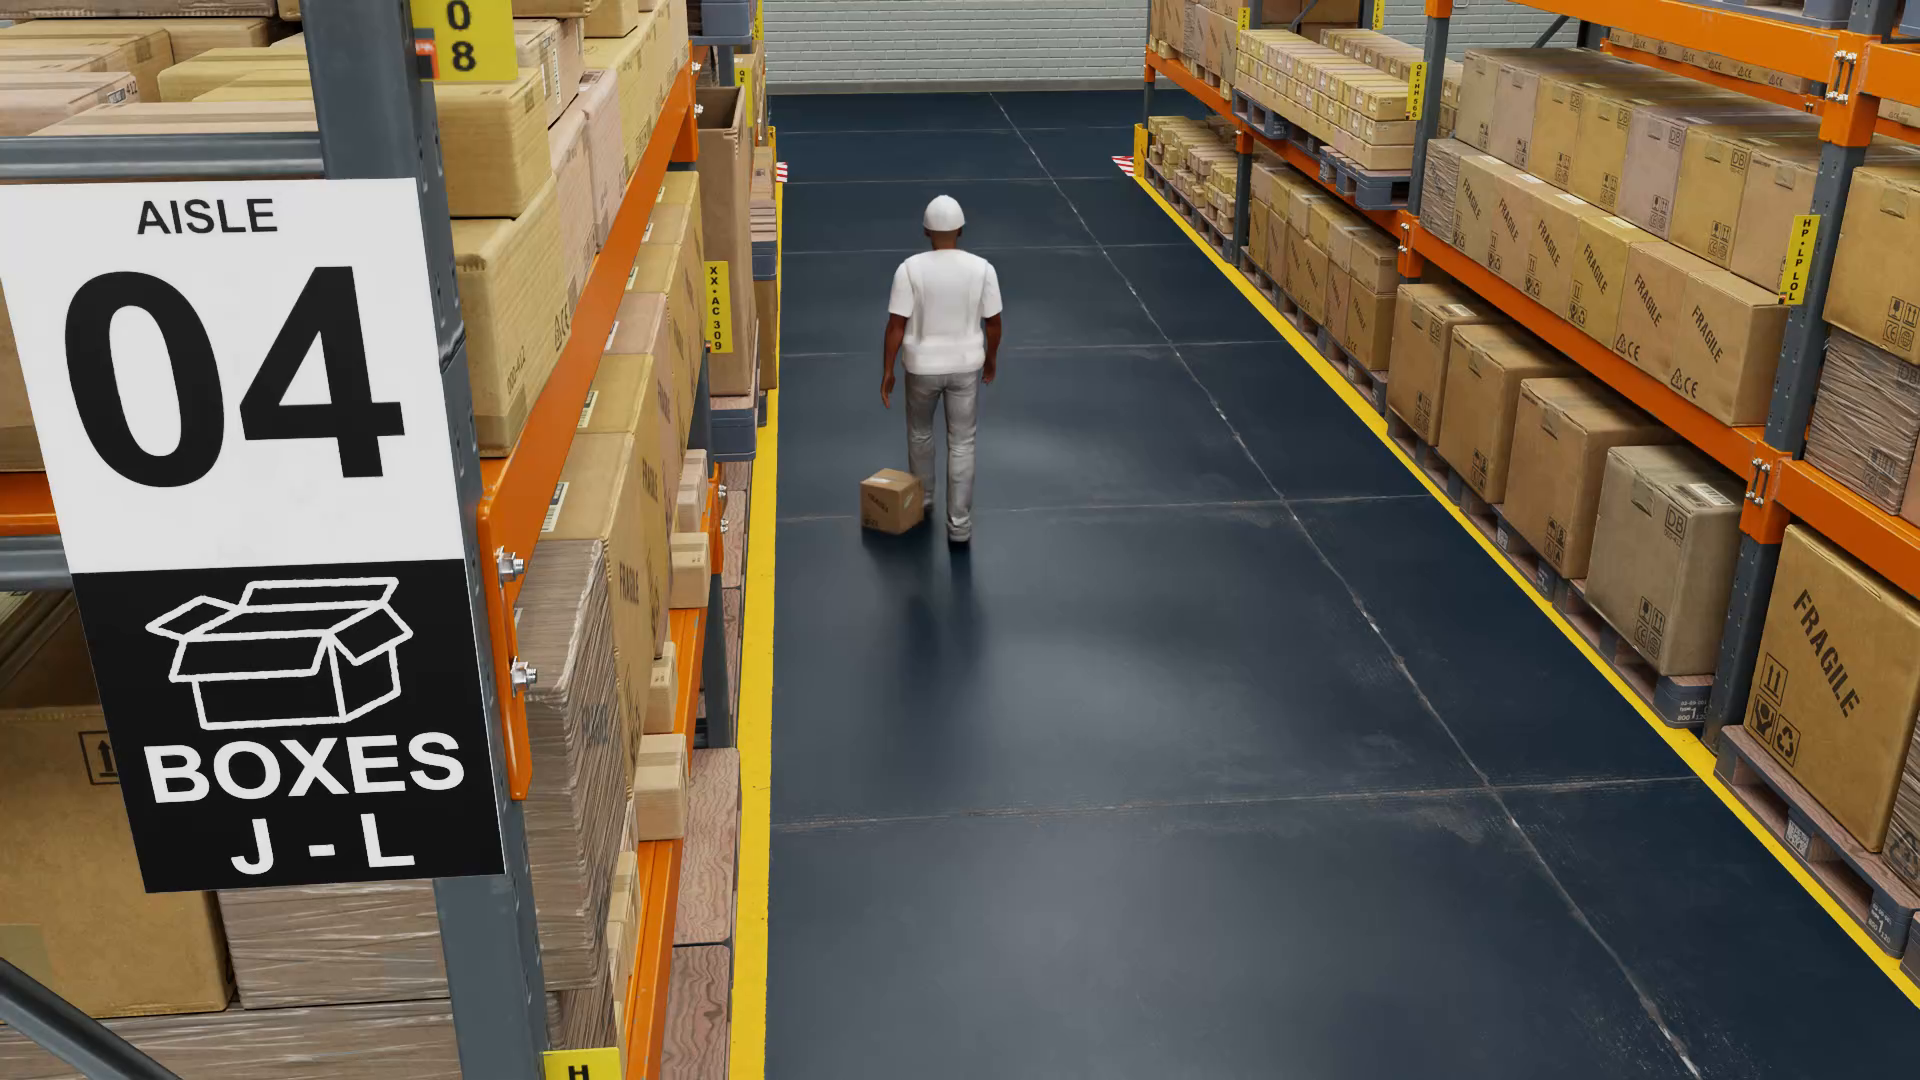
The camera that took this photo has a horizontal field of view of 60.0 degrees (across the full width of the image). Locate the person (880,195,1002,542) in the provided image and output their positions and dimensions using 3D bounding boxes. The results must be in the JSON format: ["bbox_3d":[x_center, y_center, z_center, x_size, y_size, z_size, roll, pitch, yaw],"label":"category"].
[{"bbox_3d":[-0.099,-0.878,8.625,0.634,1.811,0.780,-1,24,-2],"label":"person"}]
